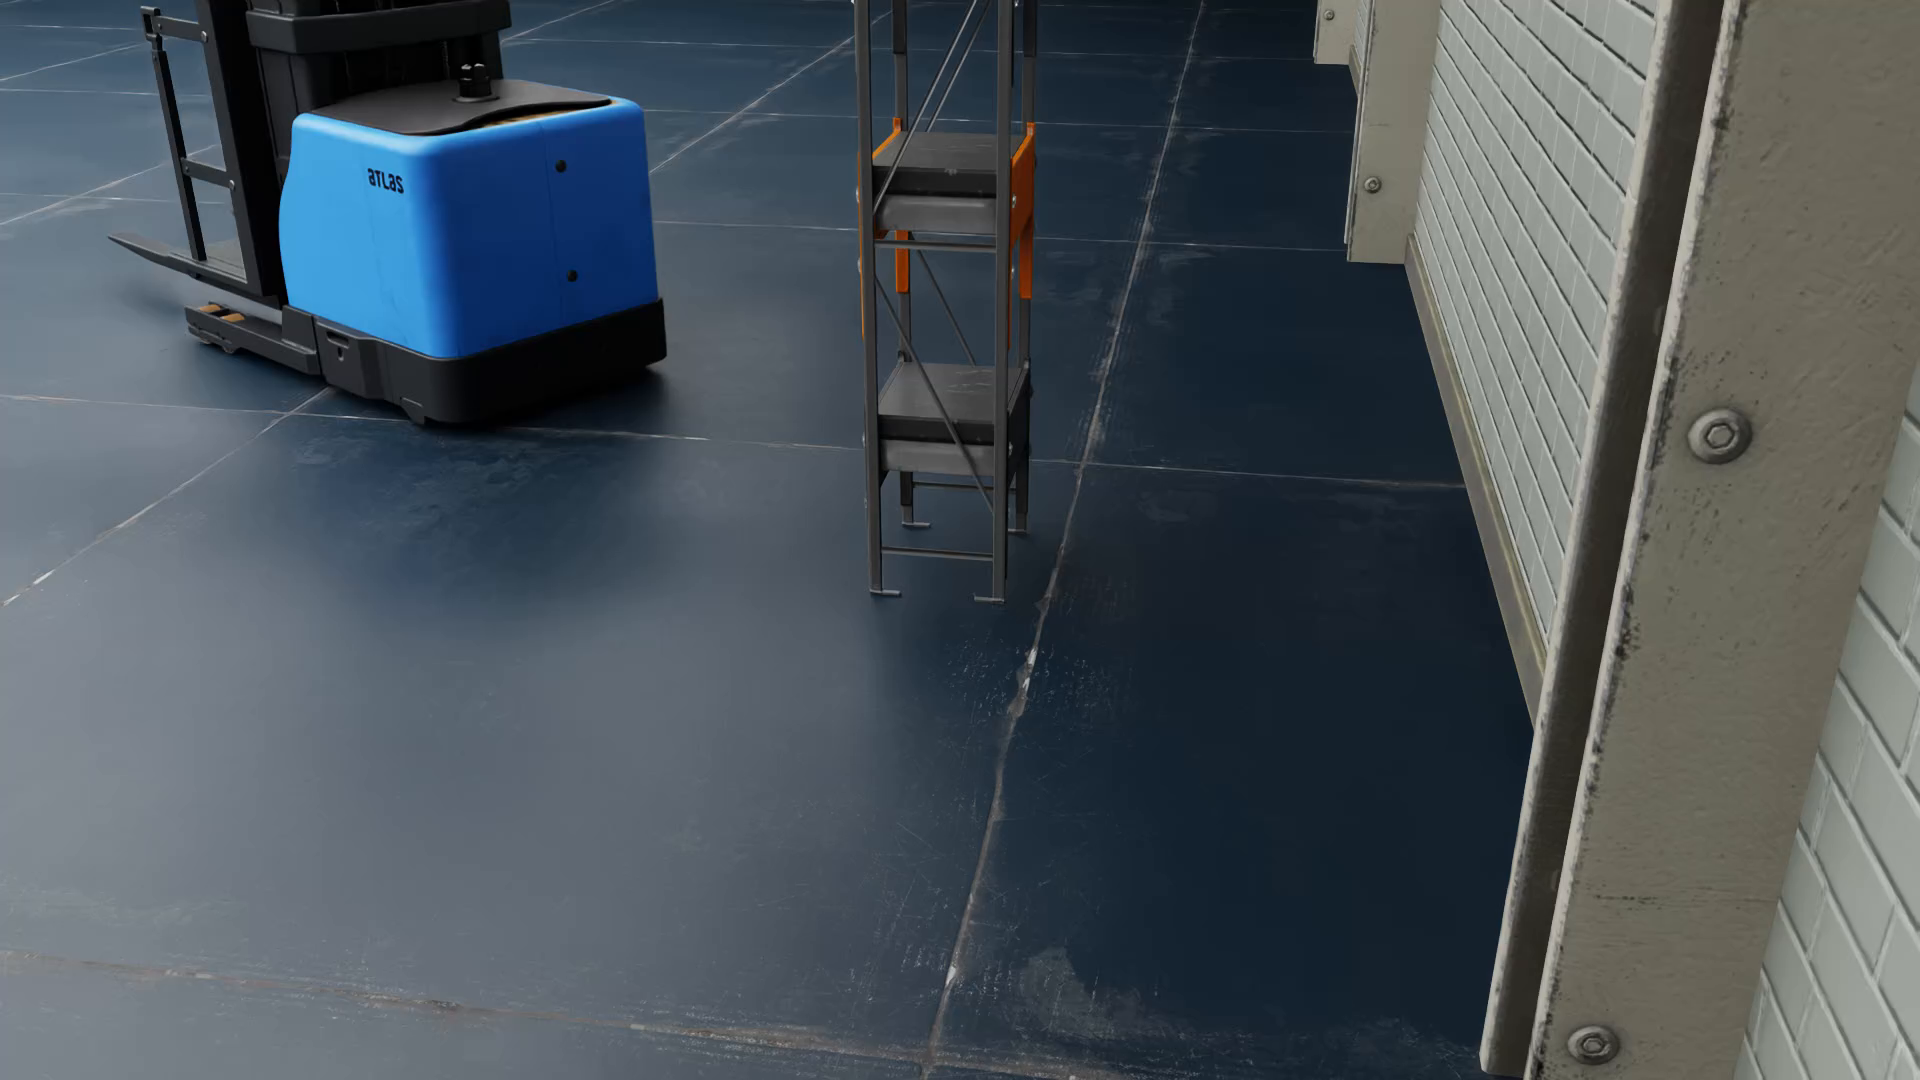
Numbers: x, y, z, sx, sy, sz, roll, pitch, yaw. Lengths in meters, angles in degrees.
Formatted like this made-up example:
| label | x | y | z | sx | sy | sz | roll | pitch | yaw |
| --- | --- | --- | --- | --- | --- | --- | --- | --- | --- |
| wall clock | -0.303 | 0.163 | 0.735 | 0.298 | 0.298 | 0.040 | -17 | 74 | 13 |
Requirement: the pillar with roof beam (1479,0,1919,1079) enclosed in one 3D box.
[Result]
| label | x | y | z | sx | sy | sz | roll | pitch | yaw |
| --- | --- | --- | --- | --- | --- | --- | --- | --- | --- |
| pillar with roof beam | -3.138 | -3.306 | 1.698 | 9.100 | 9.000 | 0.400 | 4 | 25 | 9 |

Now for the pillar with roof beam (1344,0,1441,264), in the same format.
| label | x | y | z | sx | sy | sz | roll | pitch | yaw |
| --- | --- | --- | --- | --- | --- | --- | --- | --- | --- |
| pillar with roof beam | -2.157 | -5.815 | 7.059 | 9.100 | 9.000 | 0.400 | 4 | 25 | 9 |

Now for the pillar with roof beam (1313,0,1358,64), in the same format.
| label | x | y | z | sx | sy | sz | roll | pitch | yaw |
| --- | --- | --- | --- | --- | --- | --- | --- | --- | --- |
| pillar with roof beam | -1.177 | -8.325 | 12.420 | 9.100 | 9.000 | 0.400 | 4 | 25 | 9 |

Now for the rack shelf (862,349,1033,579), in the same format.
| label | x | y | z | sx | sy | sz | roll | pitch | yaw |
| --- | --- | --- | --- | --- | --- | --- | --- | --- | --- |
| rack shelf | -0.027 | -0.235 | 4.959 | 0.431 | 0.518 | 0.480 | 4 | 25 | 9 |

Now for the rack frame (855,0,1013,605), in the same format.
| label | x | y | z | sx | sy | sz | roll | pitch | yaw |
| --- | --- | --- | --- | --- | --- | --- | --- | --- | --- |
| rack frame | -0.067 | -0.780 | 4.439 | 0.400 | 2.100 | 0.015 | 4 | 25 | 9 |

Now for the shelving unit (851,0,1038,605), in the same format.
| label | x | y | z | sx | sy | sz | roll | pitch | yaw |
| --- | --- | --- | --- | --- | --- | --- | --- | --- | --- |
| shelving unit | -0.027 | -0.882 | 4.657 | 0.431 | 2.100 | 0.503 | 4 | 25 | 9 |

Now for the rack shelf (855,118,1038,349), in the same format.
| label | x | y | z | sx | sy | sz | roll | pitch | yaw |
| --- | --- | --- | --- | --- | --- | --- | --- | --- | --- |
| rack shelf | -0.027 | -0.869 | 4.663 | 0.431 | 0.518 | 0.480 | 4 | 25 | 9 |

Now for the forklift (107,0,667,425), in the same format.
| label | x | y | z | sx | sy | sz | roll | pitch | yaw |
| --- | --- | --- | --- | --- | --- | --- | --- | --- | --- |
| forklift | -2.622 | -2.248 | 6.596 | 3.031 | 2.935 | 1.130 | 20 | 32 | 36 |

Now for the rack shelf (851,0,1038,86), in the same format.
| label | x | y | z | sx | sy | sz | roll | pitch | yaw |
| --- | --- | --- | --- | --- | --- | --- | --- | --- | --- |
| rack shelf | -0.027 | -1.503 | 4.366 | 0.431 | 0.518 | 0.480 | 4 | 25 | 9 |

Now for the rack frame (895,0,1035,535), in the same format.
| label | x | y | z | sx | sy | sz | roll | pitch | yaw |
| --- | --- | --- | --- | --- | --- | --- | --- | --- | --- |
| rack frame | 0.013 | -0.984 | 4.875 | 0.400 | 2.100 | 0.015 | 4 | 25 | 9 |
